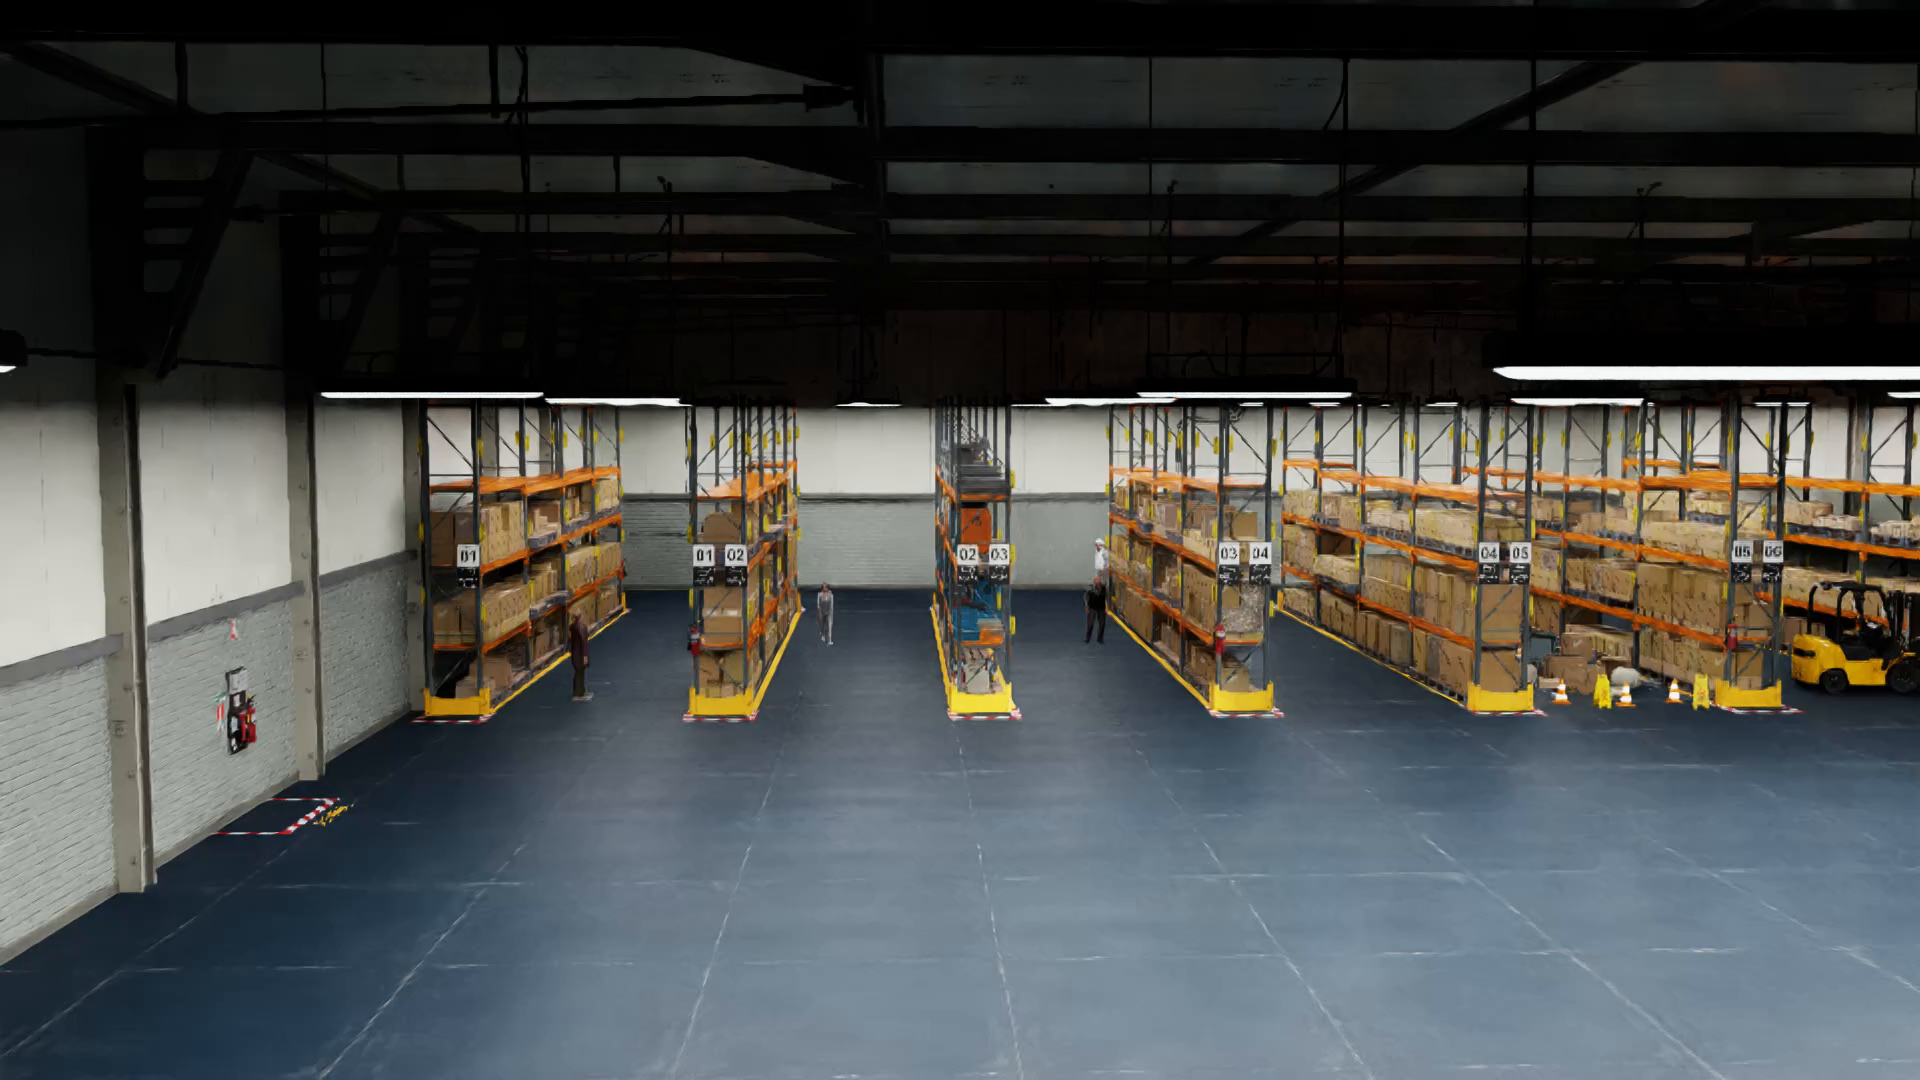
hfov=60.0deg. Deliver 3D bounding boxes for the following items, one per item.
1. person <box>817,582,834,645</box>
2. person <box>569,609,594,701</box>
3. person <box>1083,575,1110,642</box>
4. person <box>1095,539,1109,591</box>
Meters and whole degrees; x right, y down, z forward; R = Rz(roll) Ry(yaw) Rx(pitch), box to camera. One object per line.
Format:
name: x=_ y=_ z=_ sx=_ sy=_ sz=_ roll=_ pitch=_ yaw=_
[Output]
person: x=-3.279 y=1.765 z=40.454 sx=0.419 sy=1.514 sz=1.038 roll=0 pitch=5 yaw=-5
person: x=-7.432 y=2.244 z=32.710 sx=0.518 sy=1.785 sz=0.635 roll=-3 pitch=5 yaw=-30
person: x=3.350 y=1.687 z=40.779 sx=0.677 sy=1.674 sz=0.532 roll=0 pitch=5 yaw=-4
person: x=4.384 y=0.808 z=51.014 sx=0.610 sy=1.710 sz=0.562 roll=-3 pitch=5 yaw=-35
